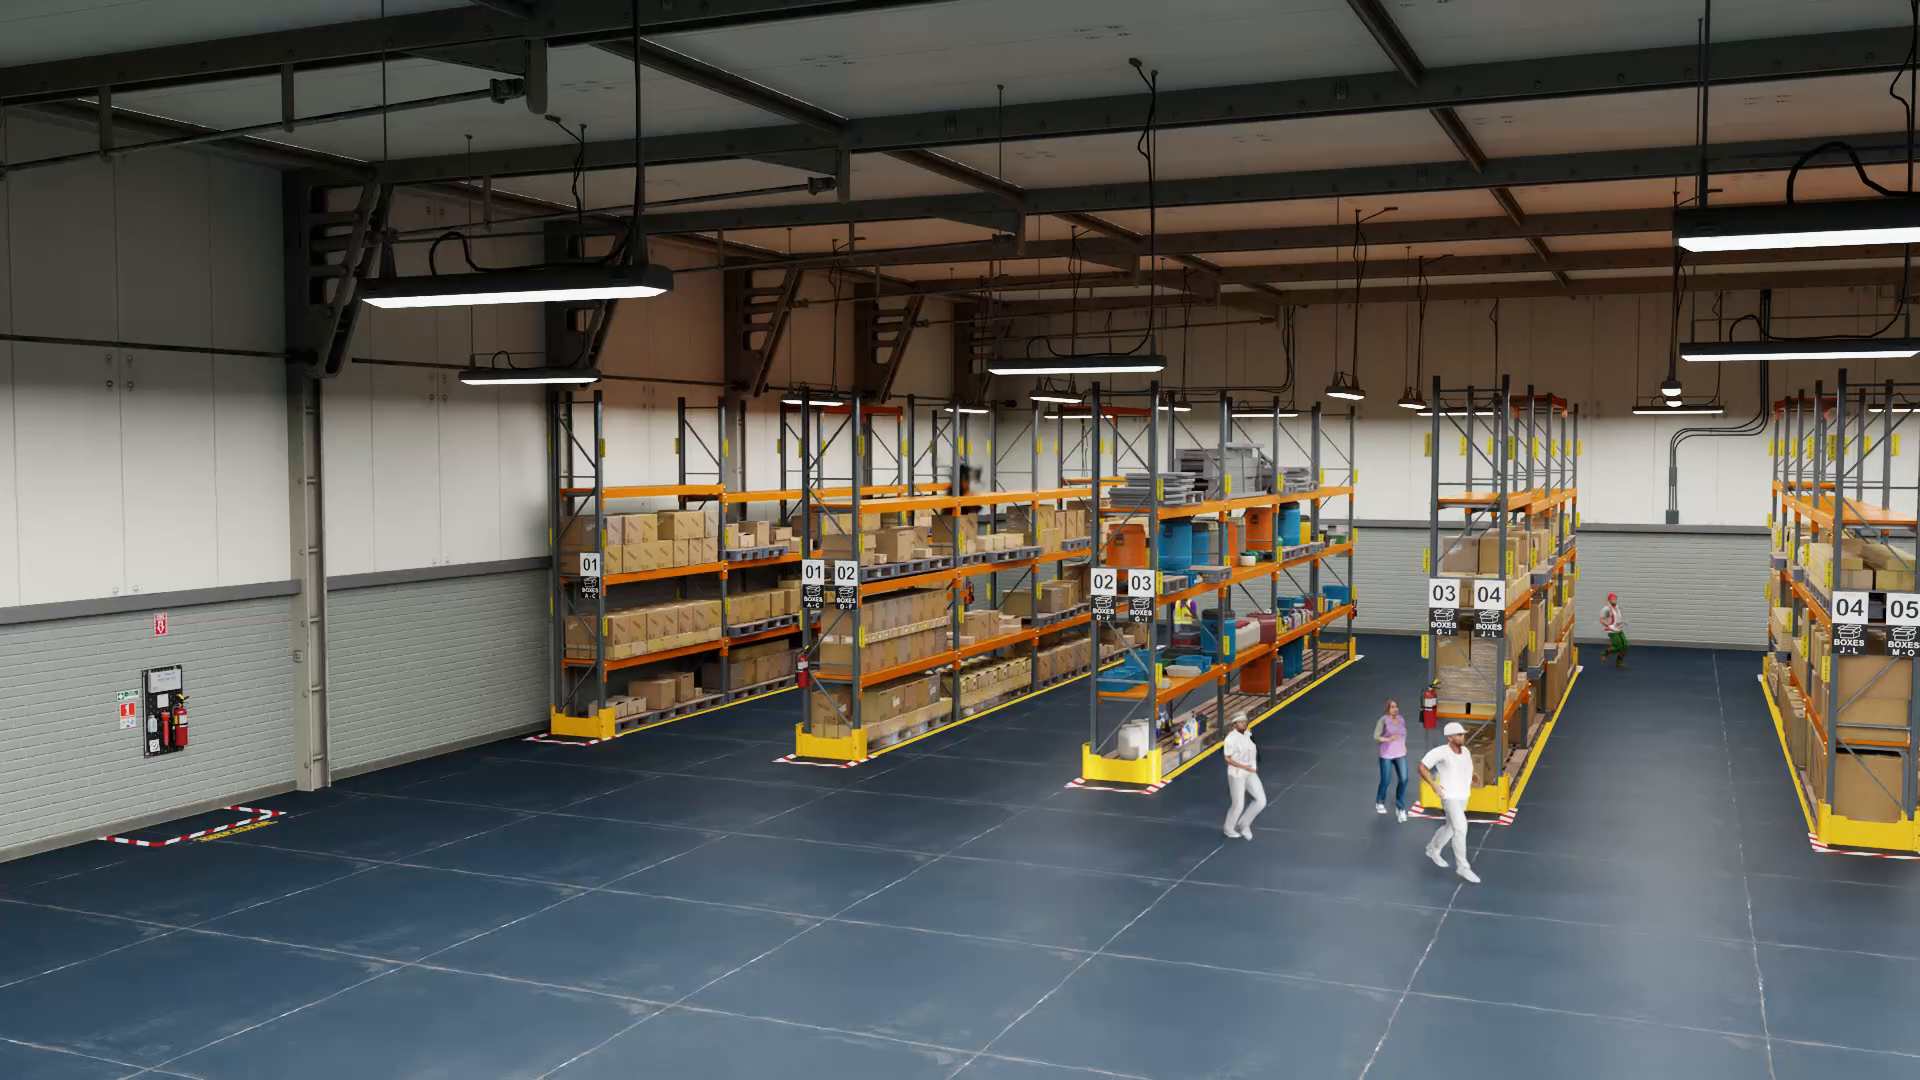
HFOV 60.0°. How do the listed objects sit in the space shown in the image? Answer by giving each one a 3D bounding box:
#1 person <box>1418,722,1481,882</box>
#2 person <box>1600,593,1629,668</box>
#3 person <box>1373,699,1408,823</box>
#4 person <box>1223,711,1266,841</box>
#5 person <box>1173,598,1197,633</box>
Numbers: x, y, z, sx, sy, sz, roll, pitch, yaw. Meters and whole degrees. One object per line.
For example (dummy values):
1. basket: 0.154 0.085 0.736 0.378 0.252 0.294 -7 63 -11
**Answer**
1. person: 5.770 3.020 19.446 0.675 1.792 0.849 -2 4 -37
2. person: 14.893 2.063 37.960 0.666 1.707 0.579 -2 4 -36
3. person: 5.810 2.961 22.431 0.525 1.650 0.630 0 3 -7
4. person: 3.625 3.000 21.202 0.588 1.669 0.628 -2 4 -30
5. person: 5.166 1.989 38.648 0.680 1.783 0.718 1 3 14
